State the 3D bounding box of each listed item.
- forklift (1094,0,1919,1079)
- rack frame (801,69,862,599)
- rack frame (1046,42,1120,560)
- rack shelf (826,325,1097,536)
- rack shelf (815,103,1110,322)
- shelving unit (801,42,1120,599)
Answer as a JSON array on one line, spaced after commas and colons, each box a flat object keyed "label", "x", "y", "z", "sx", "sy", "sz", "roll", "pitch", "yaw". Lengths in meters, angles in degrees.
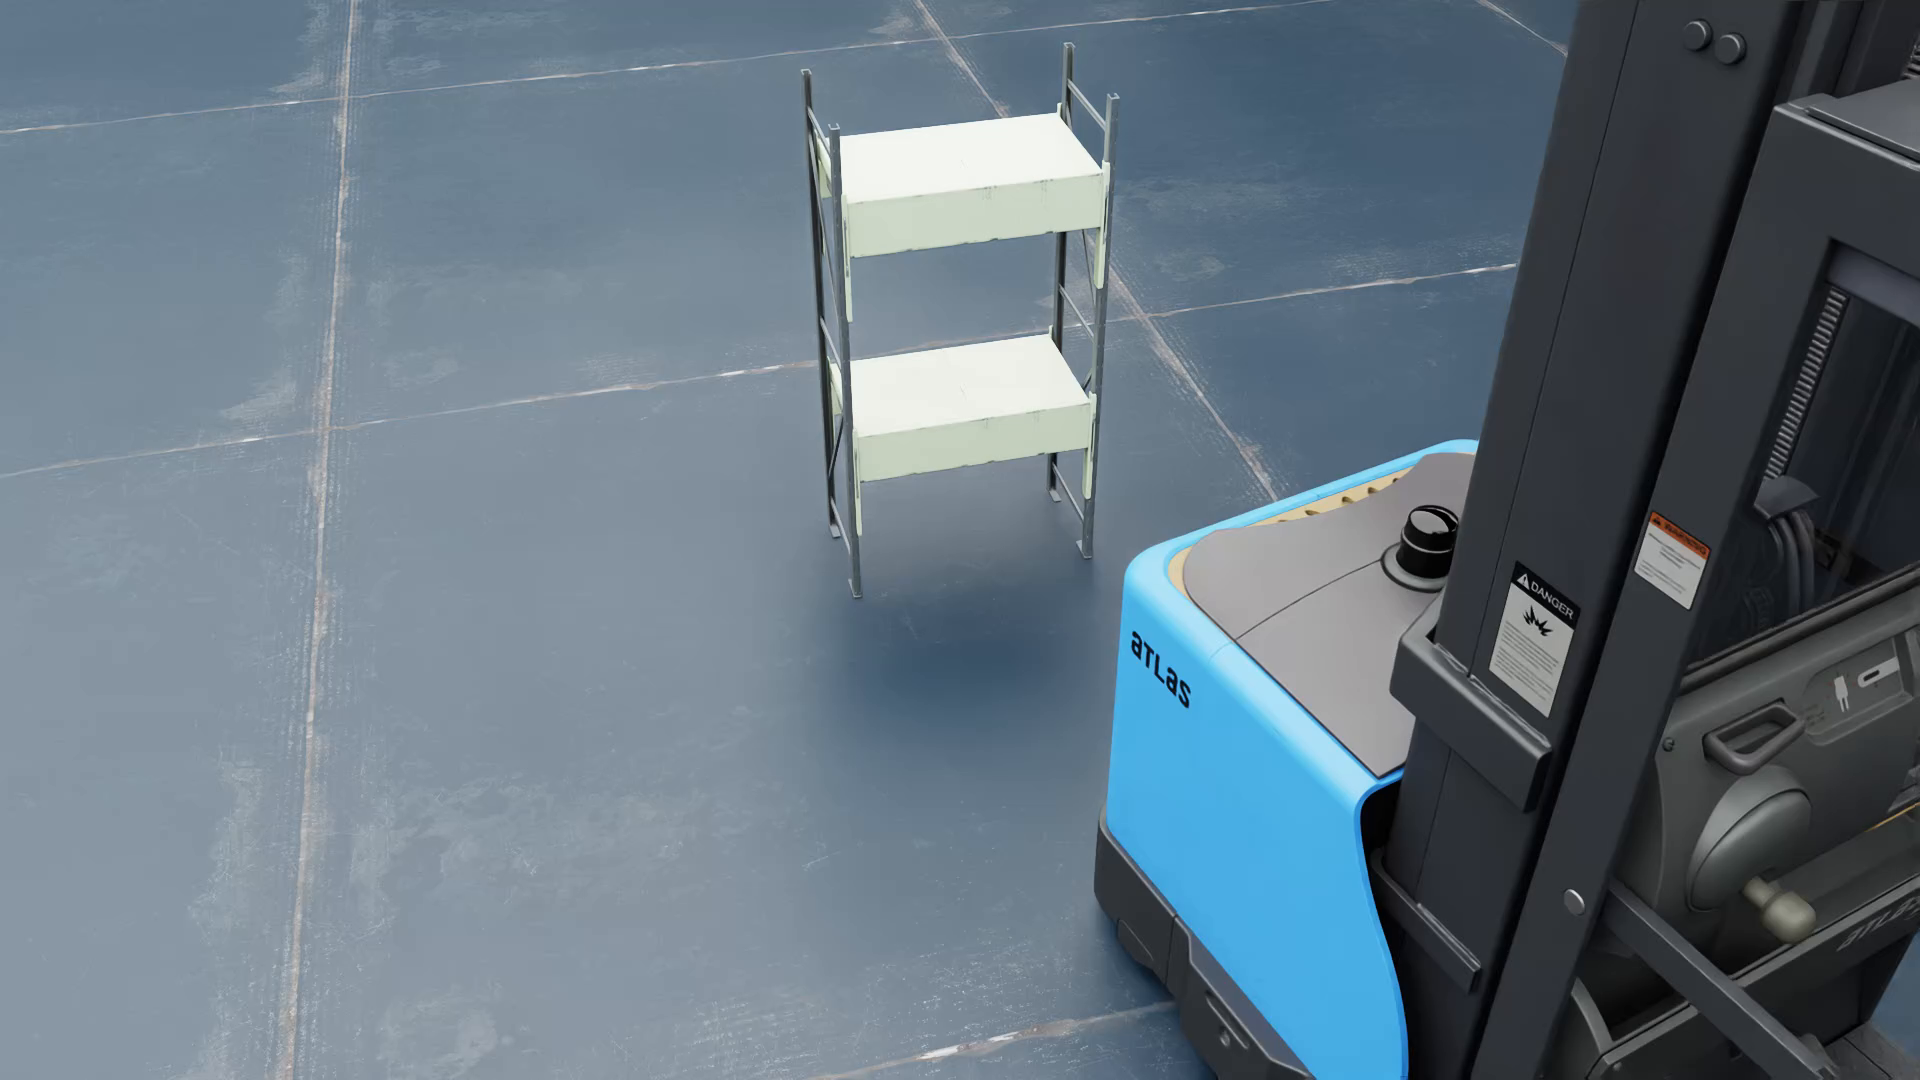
[{"label": "forklift", "x": 1.479, "y": 0.361, "z": 2.365, "sx": 1.130, "sy": 2.935, "sz": 3.031, "roll": -19, "pitch": 41, "yaw": -23}, {"label": "rack frame", "x": -0.360, "y": -0.537, "z": 4.717, "sx": 0.023, "sy": 1.500, "sz": 0.400, "roll": -9, "pitch": 38, "yaw": -12}, {"label": "rack frame", "x": 0.347, "y": -0.653, "z": 4.869, "sx": 0.023, "sy": 1.500, "sz": 0.400, "roll": -9, "pitch": 38, "yaw": -12}, {"label": "rack shelf", "x": -0.006, "y": -0.336, "z": 4.991, "sx": 0.720, "sy": 0.370, "sz": 0.431, "roll": -9, "pitch": 38, "yaw": -12}, {"label": "rack shelf", "x": -0.006, "y": -0.905, "z": 4.556, "sx": 0.720, "sy": 0.370, "sz": 0.431, "roll": -9, "pitch": 38, "yaw": -12}, {"label": "shelving unit", "x": -0.006, "y": -0.595, "z": 4.793, "sx": 0.755, "sy": 1.500, "sz": 0.431, "roll": -9, "pitch": 38, "yaw": -12}]
